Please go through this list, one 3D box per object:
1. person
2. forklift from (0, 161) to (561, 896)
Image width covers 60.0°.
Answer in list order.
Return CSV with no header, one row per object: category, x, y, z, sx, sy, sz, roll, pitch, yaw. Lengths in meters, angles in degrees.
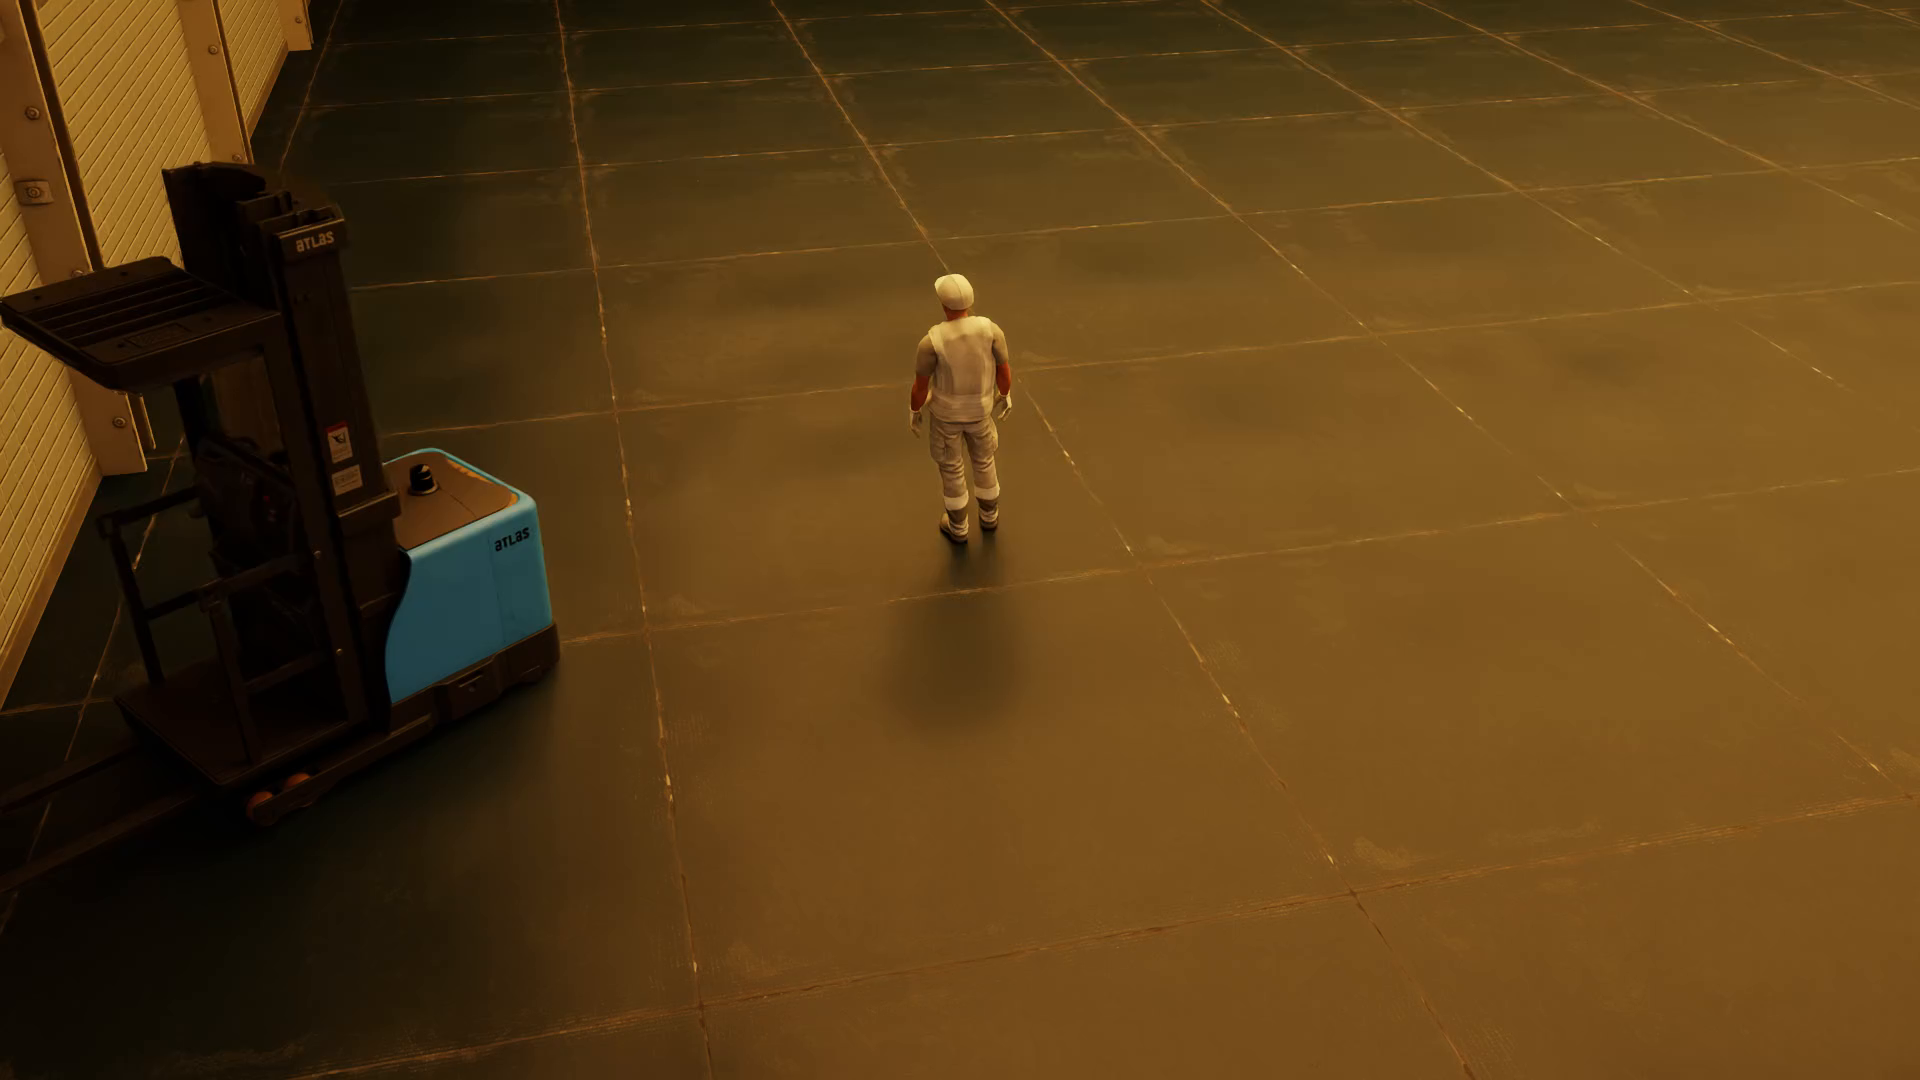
person,-0.007,-0.821,10.118,0.637,1.787,0.564,-7,31,-12
forklift,-3.566,-0.163,7.857,1.130,2.935,3.031,24,38,35
